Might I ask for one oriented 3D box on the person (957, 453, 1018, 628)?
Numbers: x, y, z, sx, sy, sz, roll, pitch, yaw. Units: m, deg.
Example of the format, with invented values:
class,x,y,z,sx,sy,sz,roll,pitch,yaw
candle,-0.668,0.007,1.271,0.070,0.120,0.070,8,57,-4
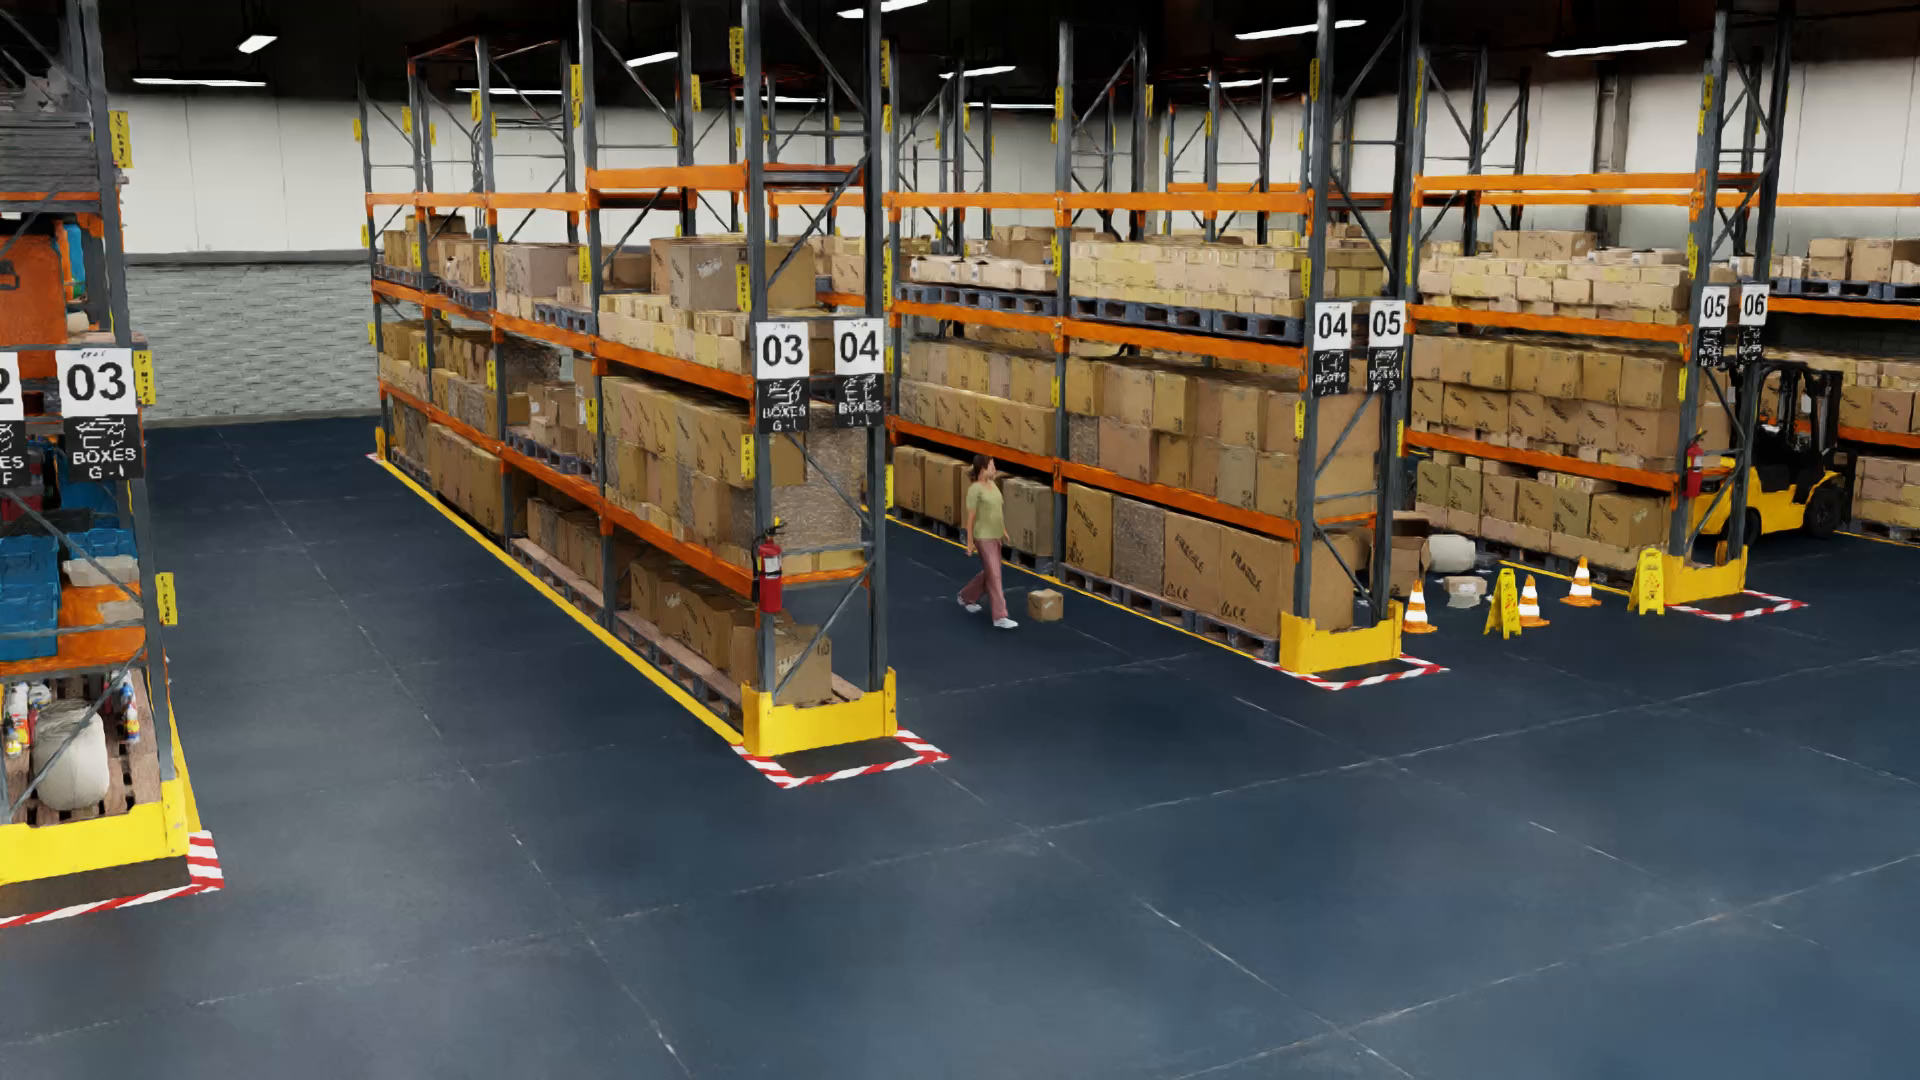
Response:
class,x,y,z,sx,sy,sz,roll,pitch,yaw
person,0.292,-0.022,16.085,0.856,1.643,0.466,7,14,32
